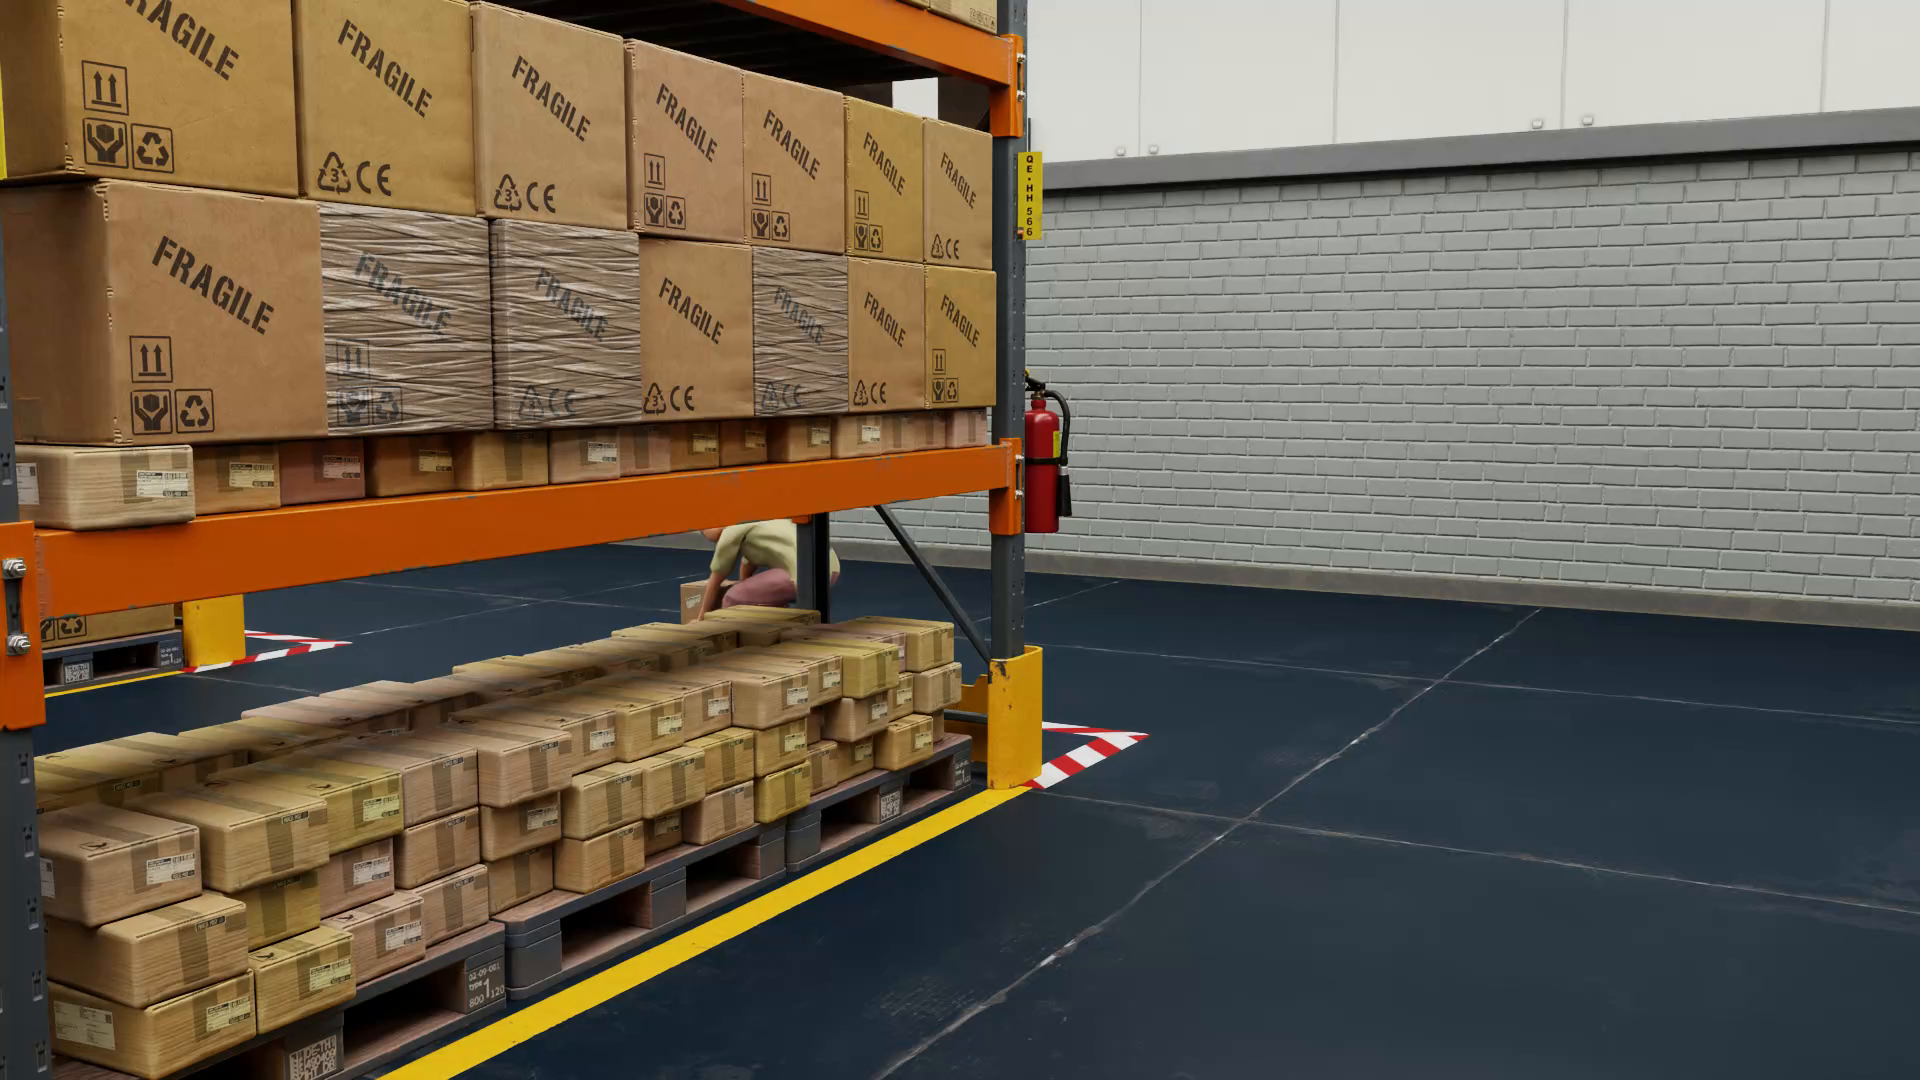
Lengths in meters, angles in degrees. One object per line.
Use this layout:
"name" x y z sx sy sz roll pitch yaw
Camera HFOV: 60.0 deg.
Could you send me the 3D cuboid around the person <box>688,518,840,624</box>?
"person" -1.028 0.237 8.673 0.830 0.928 0.456 3 7 27
